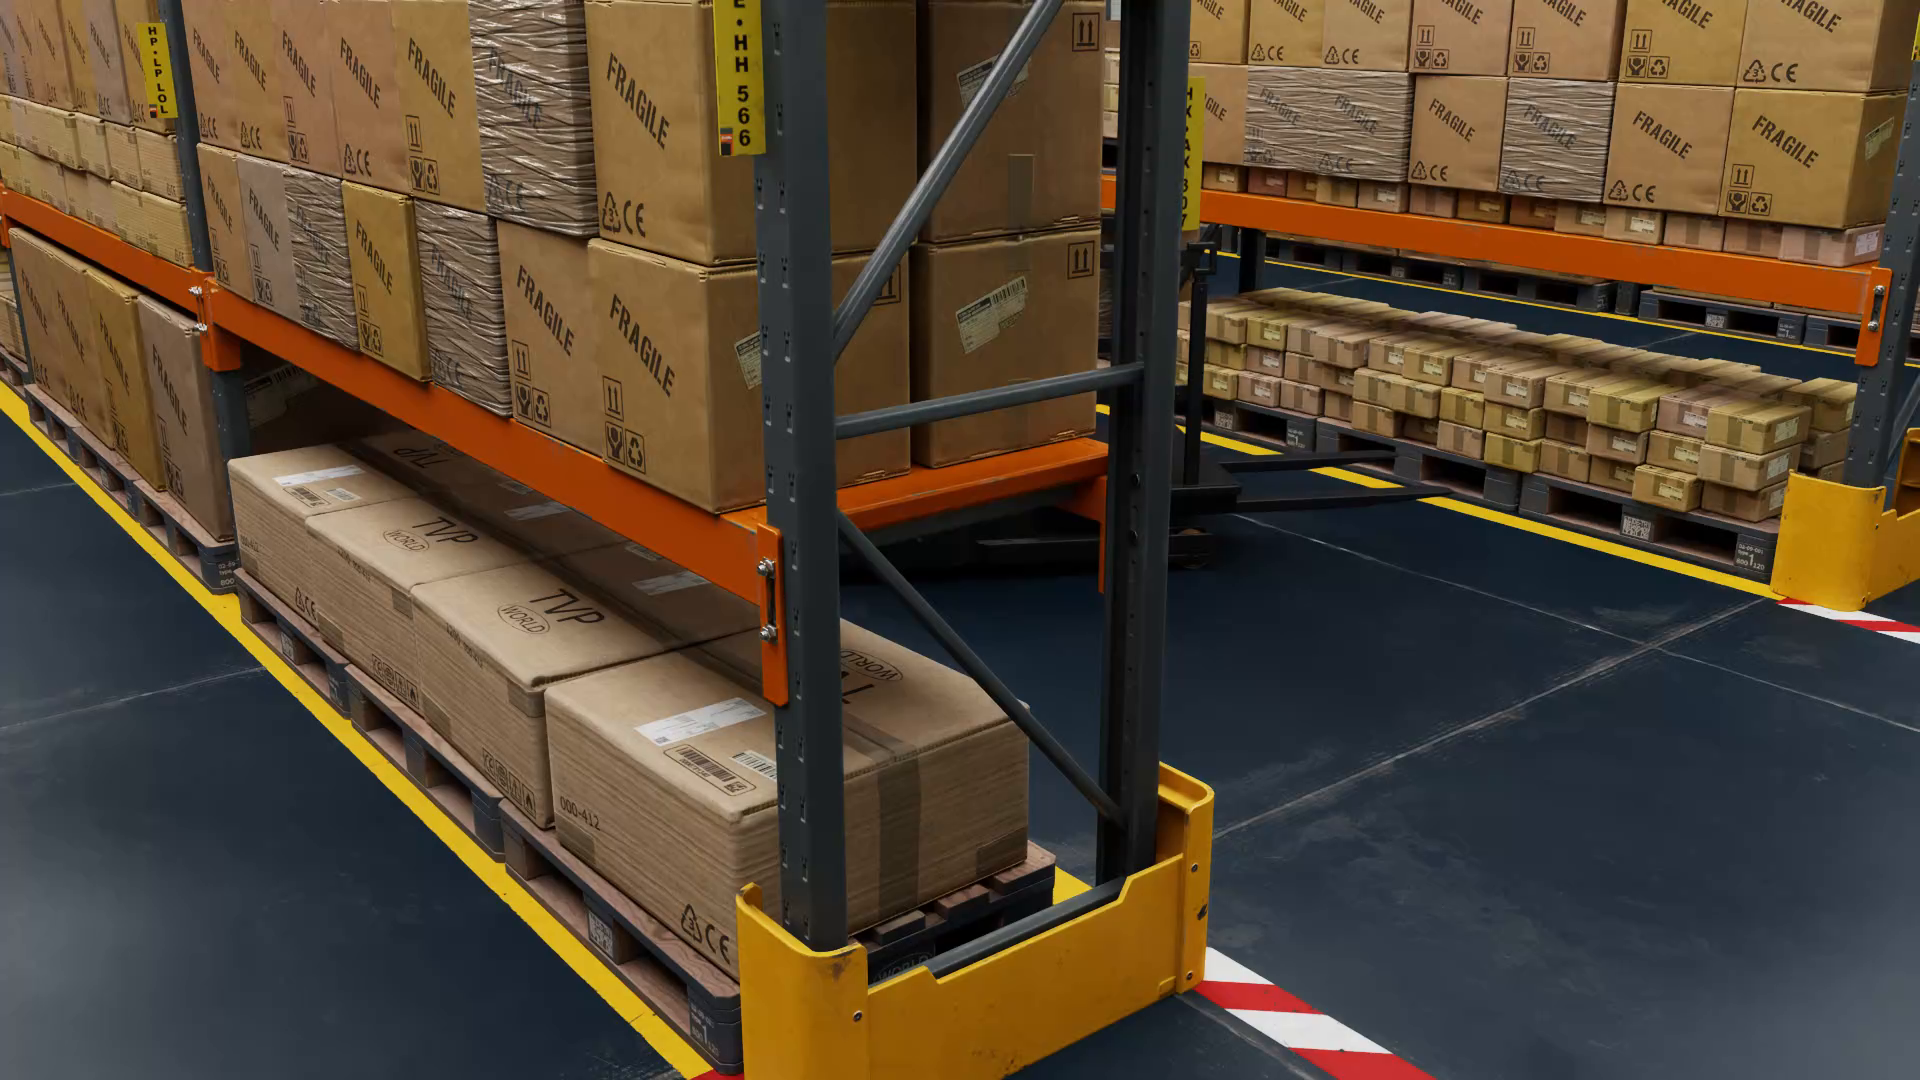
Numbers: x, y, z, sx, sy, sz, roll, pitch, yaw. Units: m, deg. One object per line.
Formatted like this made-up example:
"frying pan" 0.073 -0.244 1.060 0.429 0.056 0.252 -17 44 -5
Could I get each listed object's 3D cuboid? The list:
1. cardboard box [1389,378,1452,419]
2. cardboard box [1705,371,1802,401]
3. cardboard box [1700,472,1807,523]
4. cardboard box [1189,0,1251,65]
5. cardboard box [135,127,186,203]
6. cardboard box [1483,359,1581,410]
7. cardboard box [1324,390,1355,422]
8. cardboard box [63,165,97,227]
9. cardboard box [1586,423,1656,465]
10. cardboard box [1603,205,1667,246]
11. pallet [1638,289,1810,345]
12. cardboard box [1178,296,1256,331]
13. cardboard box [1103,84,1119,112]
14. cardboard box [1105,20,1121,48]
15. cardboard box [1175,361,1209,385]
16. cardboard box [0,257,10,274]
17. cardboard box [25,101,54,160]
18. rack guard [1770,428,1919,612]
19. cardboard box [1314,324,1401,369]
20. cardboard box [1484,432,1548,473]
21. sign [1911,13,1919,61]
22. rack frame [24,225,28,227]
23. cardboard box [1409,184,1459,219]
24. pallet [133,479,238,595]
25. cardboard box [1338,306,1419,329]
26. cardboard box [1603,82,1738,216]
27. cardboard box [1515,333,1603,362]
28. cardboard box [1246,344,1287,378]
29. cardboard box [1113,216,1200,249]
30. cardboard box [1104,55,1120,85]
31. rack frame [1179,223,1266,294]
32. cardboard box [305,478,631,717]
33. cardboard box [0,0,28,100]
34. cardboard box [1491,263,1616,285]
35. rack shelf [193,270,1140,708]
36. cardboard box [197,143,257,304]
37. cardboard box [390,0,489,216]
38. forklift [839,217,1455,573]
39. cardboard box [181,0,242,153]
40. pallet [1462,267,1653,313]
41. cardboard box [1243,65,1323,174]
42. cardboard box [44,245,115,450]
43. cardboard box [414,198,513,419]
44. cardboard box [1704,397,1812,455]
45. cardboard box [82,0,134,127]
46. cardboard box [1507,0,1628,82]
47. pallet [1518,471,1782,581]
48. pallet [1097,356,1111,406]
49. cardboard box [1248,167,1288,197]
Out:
"cardboard box" 2.324 -0.715 8.143 0.380 0.149 0.250 -14 23 -36
"cardboard box" 3.544 -0.639 7.442 0.380 0.149 0.250 -13 23 -35
"cardboard box" 3.379 -0.206 7.080 0.380 0.149 0.250 -14 23 -35
"cardboard box" 1.474 -2.761 8.707 0.500 0.500 0.500 -13 23 -35
"cardboard box" -2.897 -1.493 6.543 0.500 0.250 0.500 -14 23 -36
"cardboard box" 2.649 -0.724 7.698 0.380 0.149 0.250 -13 22 -34
"cardboard box" 2.111 -0.721 8.636 0.380 0.149 0.250 -15 24 -38
"cardboard box" -3.846 -1.636 7.770 0.500 0.250 0.500 -14 23 -36
"cardboard box" 2.993 -0.460 7.375 0.380 0.149 0.250 -15 24 -38
"cardboard box" 2.976 -1.363 7.106 0.380 0.149 0.250 -13 22 -35
"pallet" 5.747 -1.674 12.081 1.003 0.211 1.213 -14 23 -36
"cardboard box" 1.437 -1.260 9.316 0.380 0.149 0.250 -13 22 -34
"cardboard box" 0.983 -2.538 9.513 0.380 0.149 0.250 -13 22 -34
"cardboard box" 1.518 -5.010 16.890 0.797 0.503 0.637 -11 21 -31
"cardboard box" 1.359 -0.950 9.328 0.380 0.149 0.250 -15 24 -38
"cardboard box" -6.190 -1.713 11.275 0.950 0.372 0.625 -13 22 -34
"cardboard box" -4.175 -1.992 8.049 0.500 0.250 0.500 -14 23 -36
"rack guard" 3.822 -0.103 6.879 1.175 0.500 0.348 -14 23 -36
"cardboard box" 2.031 -0.989 8.499 0.380 0.149 0.250 -13 23 -35
"cardboard box" 2.672 -0.441 7.788 0.380 0.149 0.250 -15 24 -38
"sign" 3.421 -1.867 5.886 0.100 0.325 0.005 -14 23 -36
"rack frame" -7.399 -3.237 12.367 1.000 3.000 0.127 -14 23 -36
"cardboard box" 2.363 -1.632 7.918 0.380 0.149 0.250 -13 22 -34
"pallet" -2.970 -0.117 7.381 1.003 0.211 1.213 -14 23 -36
"cardboard box" 2.260 -1.154 8.996 0.380 0.149 0.250 -13 22 -34
"cardboard box" 3.072 -1.648 6.936 0.500 0.500 0.500 -14 23 -37
"cardboard box" 2.977 -0.915 8.276 0.380 0.149 0.250 -14 23 -35
"cardboard box" 1.766 -0.994 8.988 0.380 0.149 0.250 -14 23 -36
"cardboard box" 1.134 -1.859 10.321 0.500 0.250 0.500 -15 24 -38
"cardboard box" 0.983 -2.680 9.470 0.380 0.149 0.250 -13 22 -34
"rack frame" 1.385 -2.257 9.406 1.000 3.000 0.127 -14 23 -36
"cardboard box" -1.570 0.147 5.554 0.875 0.438 0.875 -15 23 -38
"cardboard box" -4.486 -2.484 8.342 0.500 0.500 0.500 -14 23 -36
"cardboard box" 4.923 -2.544 12.987 1.225 0.875 0.875 -14 23 -36
"rack shelf" -1.191 -0.431 5.038 1.077 0.370 4.000 -14 23 -36
"cardboard box" -2.346 -1.146 5.894 0.500 0.500 0.500 -13 22 -34
"cardboard box" -1.087 -1.120 4.224 0.500 0.500 0.500 -14 23 -36
"forklift" 0.623 -1.421 6.992 3.031 2.935 1.130 -3 19 -8
"cardboard box" -2.327 -1.623 5.743 0.500 0.500 0.500 -14 23 -36
"pallet" 4.798 -2.052 13.222 1.003 0.211 1.213 -14 23 -36
"cardboard box" 1.808 -2.154 8.463 0.500 0.500 0.500 -14 23 -36
"cardboard box" -4.002 -1.035 8.429 0.875 0.875 0.875 -14 23 -35
"cardboard box" -1.083 -0.646 4.383 0.500 0.500 0.500 -13 22 -35
"cardboard box" 3.341 -0.481 6.963 0.380 0.149 0.250 -14 23 -35
"cardboard box" -3.234 -1.975 6.806 0.500 0.500 0.500 -13 23 -35
"cardboard box" 2.745 -2.250 7.162 0.500 0.500 0.500 -13 22 -33
"pallet" 3.345 -0.173 7.550 1.003 0.211 1.213 -14 23 -36
"pallet" 0.901 -1.125 10.423 1.003 0.211 1.213 -14 23 -36
"cardboard box" 1.730 -1.899 8.726 0.380 0.149 0.250 -15 24 -38
